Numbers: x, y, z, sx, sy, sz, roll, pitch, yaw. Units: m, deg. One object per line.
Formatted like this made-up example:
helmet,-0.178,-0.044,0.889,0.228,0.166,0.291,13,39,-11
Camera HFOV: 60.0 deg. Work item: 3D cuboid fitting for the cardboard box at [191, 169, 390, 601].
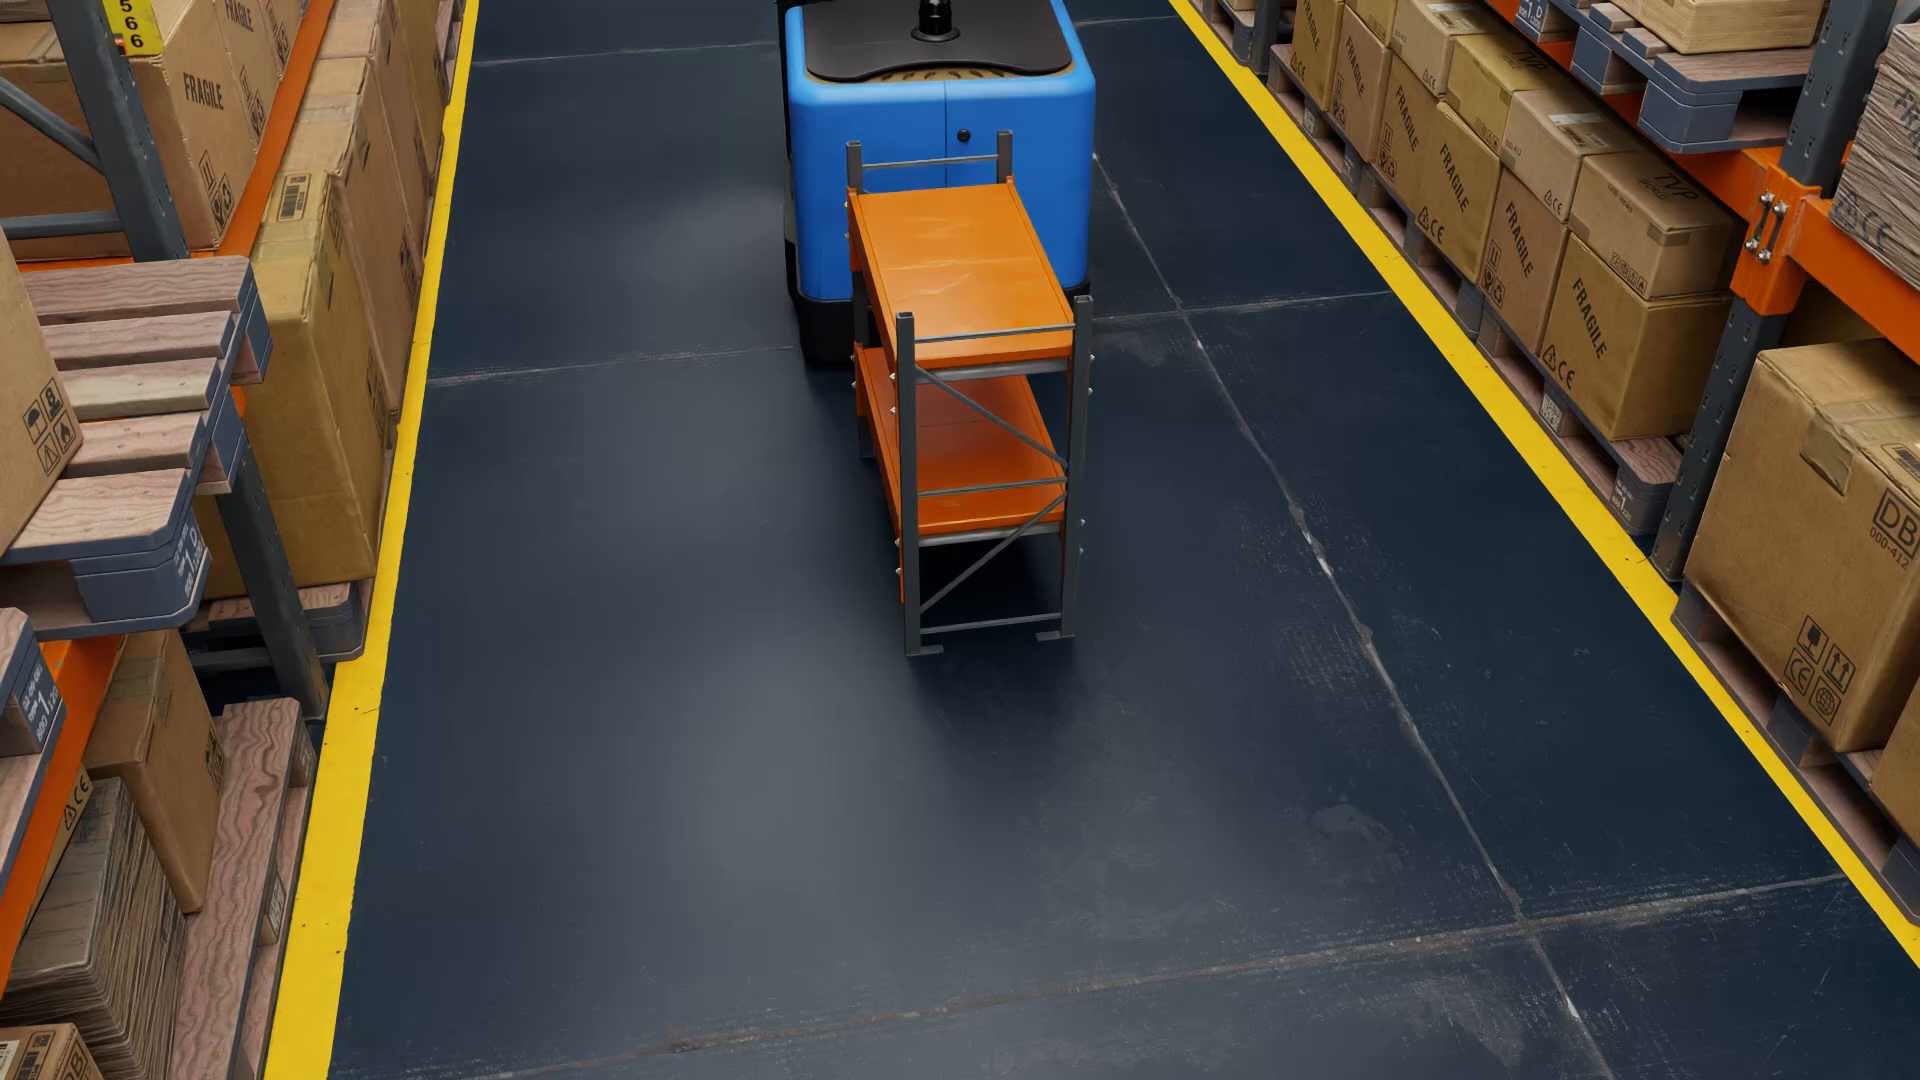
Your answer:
cardboard box,-2.361,-0.410,4.722,1.225,0.875,0.875,-8,39,-10

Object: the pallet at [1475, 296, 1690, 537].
pallet,2.505,-0.507,5.731,1.003,0.211,1.213,-6,38,-8

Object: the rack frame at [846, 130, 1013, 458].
rack frame,-0.090,-0.755,5.305,0.500,1.125,0.032,-6,38,-8

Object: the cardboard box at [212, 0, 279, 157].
cardboard box,-2.171,-1.337,4.445,0.500,0.500,0.500,-7,38,-9

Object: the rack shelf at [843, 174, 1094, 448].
rack shelf,-0.001,-0.679,4.731,0.538,0.278,1.000,-6,38,-8

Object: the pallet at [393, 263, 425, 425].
pallet,-2.535,-0.782,6.085,1.003,0.211,1.213,-6,38,-8

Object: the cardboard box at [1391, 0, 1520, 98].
cardboard box,1.989,-1.923,6.364,0.500,0.250,0.500,-5,38,-6

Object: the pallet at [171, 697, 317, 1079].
pallet,-2.125,0.909,3.907,1.003,0.211,1.213,-6,38,-8

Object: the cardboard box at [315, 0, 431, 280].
cardboard box,-2.673,-1.483,6.103,1.225,0.875,0.875,-7,38,-10

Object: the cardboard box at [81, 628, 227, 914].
cardboard box,-2.123,0.552,3.773,0.700,0.500,0.500,-8,39,-10

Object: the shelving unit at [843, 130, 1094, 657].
shelving unit,-0.001,-0.448,4.910,0.538,1.125,1.048,-6,38,-8

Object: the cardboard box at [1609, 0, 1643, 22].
cardboard box,2.059,-1.602,4.729,0.380,0.149,0.250,-6,38,-8

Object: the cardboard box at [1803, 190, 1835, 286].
cardboard box,2.758,-1.054,5.245,0.500,0.250,0.500,-8,39,-10

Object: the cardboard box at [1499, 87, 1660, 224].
cardboard box,2.163,-1.300,5.562,0.500,0.250,0.500,-6,38,-7

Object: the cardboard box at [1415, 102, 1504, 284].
cardboard box,2.071,-1.316,6.194,0.500,0.500,0.500,-8,39,-10

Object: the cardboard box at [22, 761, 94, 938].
cardboard box,-2.011,0.574,3.134,0.500,0.250,0.500,-2,38,-3

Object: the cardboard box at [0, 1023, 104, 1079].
cardboard box,-1.907,1.227,2.904,0.700,0.500,0.500,-3,38,-4

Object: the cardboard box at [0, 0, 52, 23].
cardboard box,-2.373,-1.543,3.892,0.797,0.503,0.637,-5,38,-6

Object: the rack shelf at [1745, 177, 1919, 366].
rack shelf,2.991,0.356,2.933,1.077,0.370,4.000,-6,38,-8

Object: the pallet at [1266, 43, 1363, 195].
pallet,2.077,-1.981,7.628,1.003,0.211,1.213,-6,38,-8

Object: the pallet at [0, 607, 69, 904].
pallet,-1.873,0.603,2.185,1.003,0.211,1.213,-6,38,-8

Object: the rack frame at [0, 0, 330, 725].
rack frame,-2.261,-0.664,3.660,1.000,3.000,0.127,-6,38,-8

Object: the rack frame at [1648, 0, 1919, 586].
rack frame,2.640,-1.136,4.268,1.000,3.000,0.127,-6,38,-8

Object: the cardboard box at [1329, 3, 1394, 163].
cardboard box,1.902,-1.937,6.993,0.500,0.500,0.500,-5,38,-6

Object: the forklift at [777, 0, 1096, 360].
forklift,-0.194,-2.694,6.328,1.130,2.935,3.031,-4,38,-4

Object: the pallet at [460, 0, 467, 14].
pallet,-3.235,-3.185,9.177,1.003,0.211,1.213,-6,38,-8

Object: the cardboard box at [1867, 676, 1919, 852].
cardboard box,2.815,0.491,3.664,1.050,0.750,0.750,-6,38,-7

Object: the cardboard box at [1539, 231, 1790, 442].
cardboard box,2.267,-0.684,5.381,0.500,0.500,0.500,-6,38,-8

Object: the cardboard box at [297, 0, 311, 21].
cardboard box,-2.350,-1.949,5.232,0.500,0.500,0.500,-6,38,-8

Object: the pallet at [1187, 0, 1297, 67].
pallet,1.786,-2.853,8.750,1.003,0.211,1.213,-6,38,-8

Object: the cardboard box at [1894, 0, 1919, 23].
cardboard box,2.760,-1.495,4.592,0.380,0.149,0.250,-7,38,-9

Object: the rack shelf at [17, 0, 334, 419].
rack shelf,-2.611,-1.588,5.435,1.077,0.370,4.000,-6,38,-8
